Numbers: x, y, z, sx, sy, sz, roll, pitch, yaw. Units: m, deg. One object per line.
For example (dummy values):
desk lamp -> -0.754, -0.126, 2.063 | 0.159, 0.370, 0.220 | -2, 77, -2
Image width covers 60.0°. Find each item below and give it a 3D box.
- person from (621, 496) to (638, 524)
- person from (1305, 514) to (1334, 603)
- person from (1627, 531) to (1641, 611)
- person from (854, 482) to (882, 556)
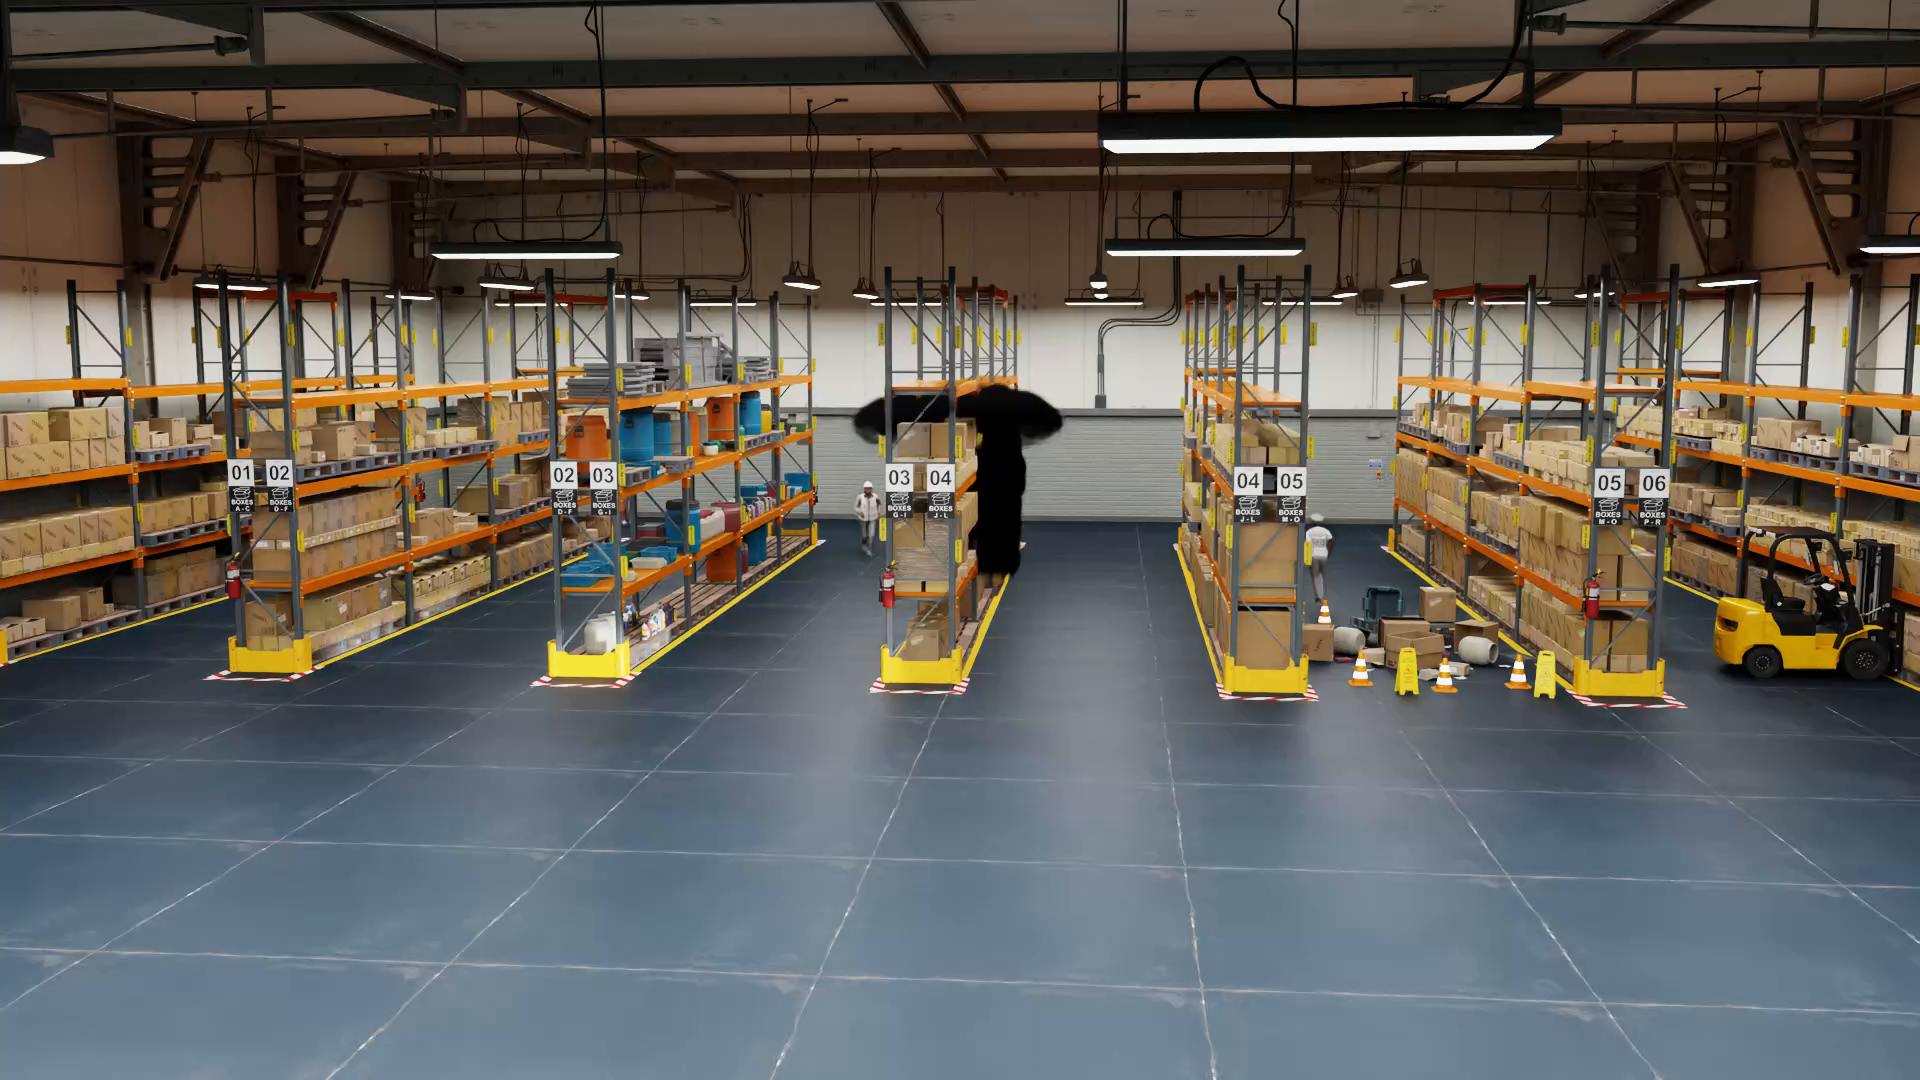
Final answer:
person -> -8.793, -1.183, 44.081 | 0.556, 1.706, 0.813 | -5, 8, -34
person -> 6.716, 0.362, 31.206 | 0.520, 1.690, 0.756 | -1, 7, -7
person -> 11.462, 0.671, 28.677 | 0.698, 1.718, 0.562 | 1, 7, 5
person -> -2.128, -0.501, 38.399 | 0.662, 1.725, 0.749 | -1, 7, -8
